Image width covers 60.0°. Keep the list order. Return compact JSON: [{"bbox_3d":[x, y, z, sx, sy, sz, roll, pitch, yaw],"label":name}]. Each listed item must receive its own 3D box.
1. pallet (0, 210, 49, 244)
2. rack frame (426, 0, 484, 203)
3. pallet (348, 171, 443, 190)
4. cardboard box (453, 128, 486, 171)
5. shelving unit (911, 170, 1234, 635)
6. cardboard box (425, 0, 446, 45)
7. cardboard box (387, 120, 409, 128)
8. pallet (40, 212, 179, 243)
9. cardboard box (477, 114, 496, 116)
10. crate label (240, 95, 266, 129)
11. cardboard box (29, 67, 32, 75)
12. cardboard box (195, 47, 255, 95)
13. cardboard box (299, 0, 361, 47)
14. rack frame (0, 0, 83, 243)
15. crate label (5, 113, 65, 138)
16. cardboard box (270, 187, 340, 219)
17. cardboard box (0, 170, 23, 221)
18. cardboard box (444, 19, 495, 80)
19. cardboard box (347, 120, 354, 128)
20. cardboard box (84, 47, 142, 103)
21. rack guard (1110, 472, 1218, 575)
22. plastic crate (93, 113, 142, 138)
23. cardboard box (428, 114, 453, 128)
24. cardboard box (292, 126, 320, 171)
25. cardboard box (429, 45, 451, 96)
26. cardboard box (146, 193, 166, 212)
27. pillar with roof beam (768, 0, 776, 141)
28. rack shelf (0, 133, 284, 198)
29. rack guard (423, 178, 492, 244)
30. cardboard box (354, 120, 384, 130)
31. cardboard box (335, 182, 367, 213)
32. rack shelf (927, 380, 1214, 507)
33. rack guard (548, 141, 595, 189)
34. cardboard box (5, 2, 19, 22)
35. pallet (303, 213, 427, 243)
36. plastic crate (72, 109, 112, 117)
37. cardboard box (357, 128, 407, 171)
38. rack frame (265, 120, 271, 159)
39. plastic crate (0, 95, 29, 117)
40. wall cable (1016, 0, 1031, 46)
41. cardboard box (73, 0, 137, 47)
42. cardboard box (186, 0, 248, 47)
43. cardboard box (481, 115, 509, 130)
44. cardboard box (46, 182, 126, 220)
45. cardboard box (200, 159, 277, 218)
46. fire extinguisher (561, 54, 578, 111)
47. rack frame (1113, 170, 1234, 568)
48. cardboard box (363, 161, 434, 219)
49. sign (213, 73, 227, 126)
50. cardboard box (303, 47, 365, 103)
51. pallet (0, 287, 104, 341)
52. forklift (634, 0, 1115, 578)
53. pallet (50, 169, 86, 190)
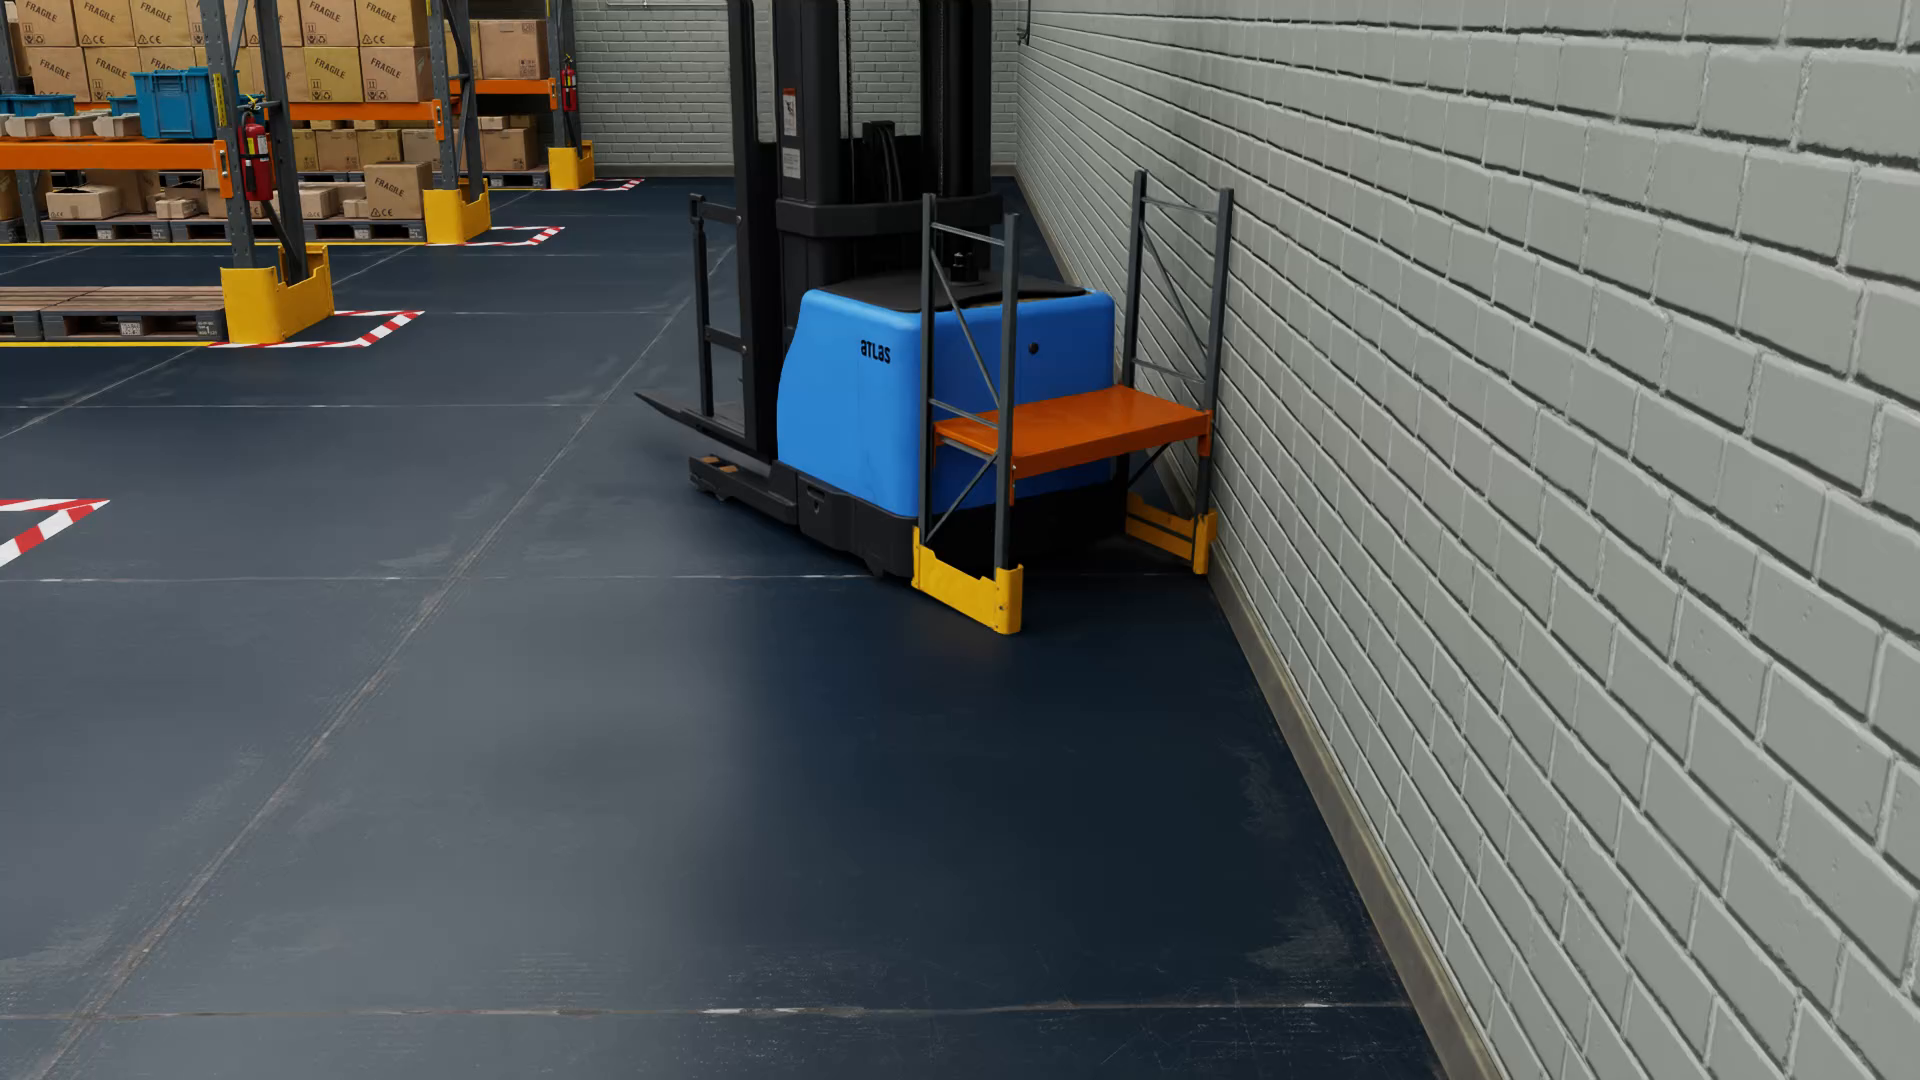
[{"bbox_3d":[-9.664,-3.069,16.268,1.213,0.211,1.003,0,18,-1],"label":"pallet"},{"bbox_3d":[-4.852,-4.431,15.950,0.127,3.000,1.000,0,18,-1],"label":"rack frame"},{"bbox_3d":[-6.949,-4.584,20.990,1.213,0.211,1.003,0,18,-1],"label":"pallet"},{"bbox_3d":[-6.133,-4.917,20.871,0.500,0.500,0.700,0,18,-1],"label":"cardboard box"},{"bbox_3d":[0.426,-0.552,6.225,1.083,1.500,0.587,-15,26,-35],"label":"shelving unit"},{"bbox_3d":[-5.300,-5.033,16.027,0.500,0.500,0.500,0,18,1],"label":"cardboard box"},{"bbox_3d":[-7.031,-5.283,20.948,0.250,0.149,0.380,-1,18,-2],"label":"cardboard box"},{"bbox_3d":[-8.165,-3.087,16.326,1.213,0.211,1.003,0,18,-1],"label":"pallet"},{"bbox_3d":[-6.017,-5.288,20.963,0.250,0.149,0.380,0,18,-1],"label":"cardboard box"},{"bbox_3d":[-5.030,-2.967,11.560,0.303,0.233,0.416,0,18,-1],"label":"crate label"},{"bbox_3d":[-11.314,-5.741,20.412,0.250,0.149,0.380,0,18,0],"label":"cardboard box"},{"bbox_3d":[-6.817,-4.387,15.648,0.500,0.500,0.500,-1,18,-2],"label":"cardboard box"},{"bbox_3d":[-5.798,-4.866,15.505,0.500,0.500,0.500,0,18,1],"label":"cardboard box"},{"bbox_3d":[-8.852,-4.412,15.890,0.127,3.000,1.000,0,18,-1],"label":"rack frame"},{"bbox_3d":[-6.158,-2.756,11.063,0.243,0.136,0.396,0,18,-1],"label":"crate label"},{"bbox_3d":[-6.342,-3.258,16.075,0.500,0.250,0.500,0,18,-1],"label":"cardboard box"},{"bbox_3d":[-9.340,-3.341,15.925,0.500,0.500,0.500,0,18,-1],"label":"cardboard box"},{"bbox_3d":[-6.171,-6.075,20.582,0.700,0.700,0.980,0,18,-1],"label":"cardboard box"},{"bbox_3d":[-7.542,-5.280,20.940,0.250,0.149,0.380,-1,18,-3],"label":"cardboard box"},{"bbox_3d":[-7.826,-4.382,15.634,0.500,0.500,0.500,0,18,0],"label":"cardboard box"},{"bbox_3d":[0.805,-0.073,6.740,0.087,0.250,0.587,-15,26,-35],"label":"rack guard"},{"bbox_3d":[-5.590,-2.762,11.081,0.243,0.136,0.396,0,18,-1],"label":"plastic crate"},{"bbox_3d":[-6.522,-5.285,20.956,0.250,0.149,0.380,0,18,0],"label":"cardboard box"},{"bbox_3d":[-8.184,-4.907,20.838,0.500,0.500,0.700,0,18,0],"label":"cardboard box"},{"bbox_3d":[-5.300,-4.557,16.179,0.500,0.500,0.500,0,18,0],"label":"cardboard box"},{"bbox_3d":[-7.912,-3.373,16.600,0.250,0.149,0.380,0,18,-1],"label":"cardboard box"},{"bbox_3d":[-2.180,-7.763,16.516,0.400,9.000,9.100,0,18,-1],"label":"pillar with roof beam"},{"bbox_3d":[-6.777,-2.566,11.314,4.000,0.370,1.077,0,18,-1],"label":"rack shelf"},{"bbox_3d":[-4.928,-3.241,16.331,0.348,0.500,1.175,0,18,-1],"label":"rack guard"},{"bbox_3d":[-7.317,-5.164,20.578,0.250,0.149,0.380,-1,18,-2],"label":"cardboard box"},{"bbox_3d":[-5.900,-3.413,16.558,0.500,0.250,0.500,0,18,-1],"label":"cardboard box"},{"bbox_3d":[0.415,-0.383,6.285,1.000,0.185,0.538,-15,26,-35],"label":"rack shelf"},{"bbox_3d":[-4.910,-4.754,21.049,0.348,0.500,1.175,0,18,-1],"label":"rack guard"},{"bbox_3d":[-11.438,-6.391,20.149,0.500,0.250,0.500,0,18,0],"label":"cardboard box"},{"bbox_3d":[-5.725,-3.099,16.362,1.213,0.211,1.003,0,18,-1],"label":"pallet"},{"bbox_3d":[-6.030,-2.941,11.639,0.298,0.136,0.250,0,18,-1],"label":"plastic crate"},{"bbox_3d":[-7.169,-4.910,20.848,0.500,0.500,0.700,0,18,0],"label":"cardboard box"},{"bbox_3d":[-8.933,-5.925,20.606,0.127,3.000,1.000,0,18,-1],"label":"rack frame"},{"bbox_3d":[-6.646,-2.959,11.536,0.300,0.233,0.416,0,18,-1],"label":"plastic crate"},{"bbox_3d":[0.727,-7.240,19.969,0.112,2.526,3.097,0,18,-1],"label":"wall cable"},{"bbox_3d":[-7.860,-4.855,15.470,0.500,0.500,0.500,-1,18,-3],"label":"cardboard box"},{"bbox_3d":[-6.830,-4.860,15.485,0.500,0.500,0.500,0,18,1],"label":"cardboard box"},{"bbox_3d":[-5.758,-5.172,20.604,0.250,0.149,0.380,0,18,-2],"label":"cardboard box"},{"bbox_3d":[-8.428,-3.277,16.034,0.500,0.311,0.500,0,18,-1],"label":"cardboard box"},{"bbox_3d":[-6.973,-3.443,16.237,0.637,0.503,0.797,0,18,-1],"label":"cardboard box"},{"bbox_3d":[-4.776,-5.589,20.298,0.183,0.674,0.296,0,18,-1],"label":"fire extinguisher"},{"bbox_3d":[0.820,-0.655,6.514,0.032,1.500,0.500,-15,26,-35],"label":"rack frame"},{"bbox_3d":[-5.392,-3.373,16.022,0.500,0.500,0.500,0,18,-1],"label":"cardboard box"},{"bbox_3d":[-4.753,-2.828,10.686,0.005,0.325,0.100,0,18,-1],"label":"sign"},{"bbox_3d":[-5.814,-4.390,15.658,0.500,0.500,0.500,0,18,0],"label":"cardboard box"},{"bbox_3d":[-6.820,-1.593,11.669,1.213,0.211,1.003,0,18,-1],"label":"pallet"},{"bbox_3d":[-0.602,-1.641,7.366,1.130,2.935,3.031,-11,21,-32],"label":"forklift"},{"bbox_3d":[-10.927,-4.564,20.928,1.213,0.211,1.003,0,18,-1],"label":"pallet"}]
